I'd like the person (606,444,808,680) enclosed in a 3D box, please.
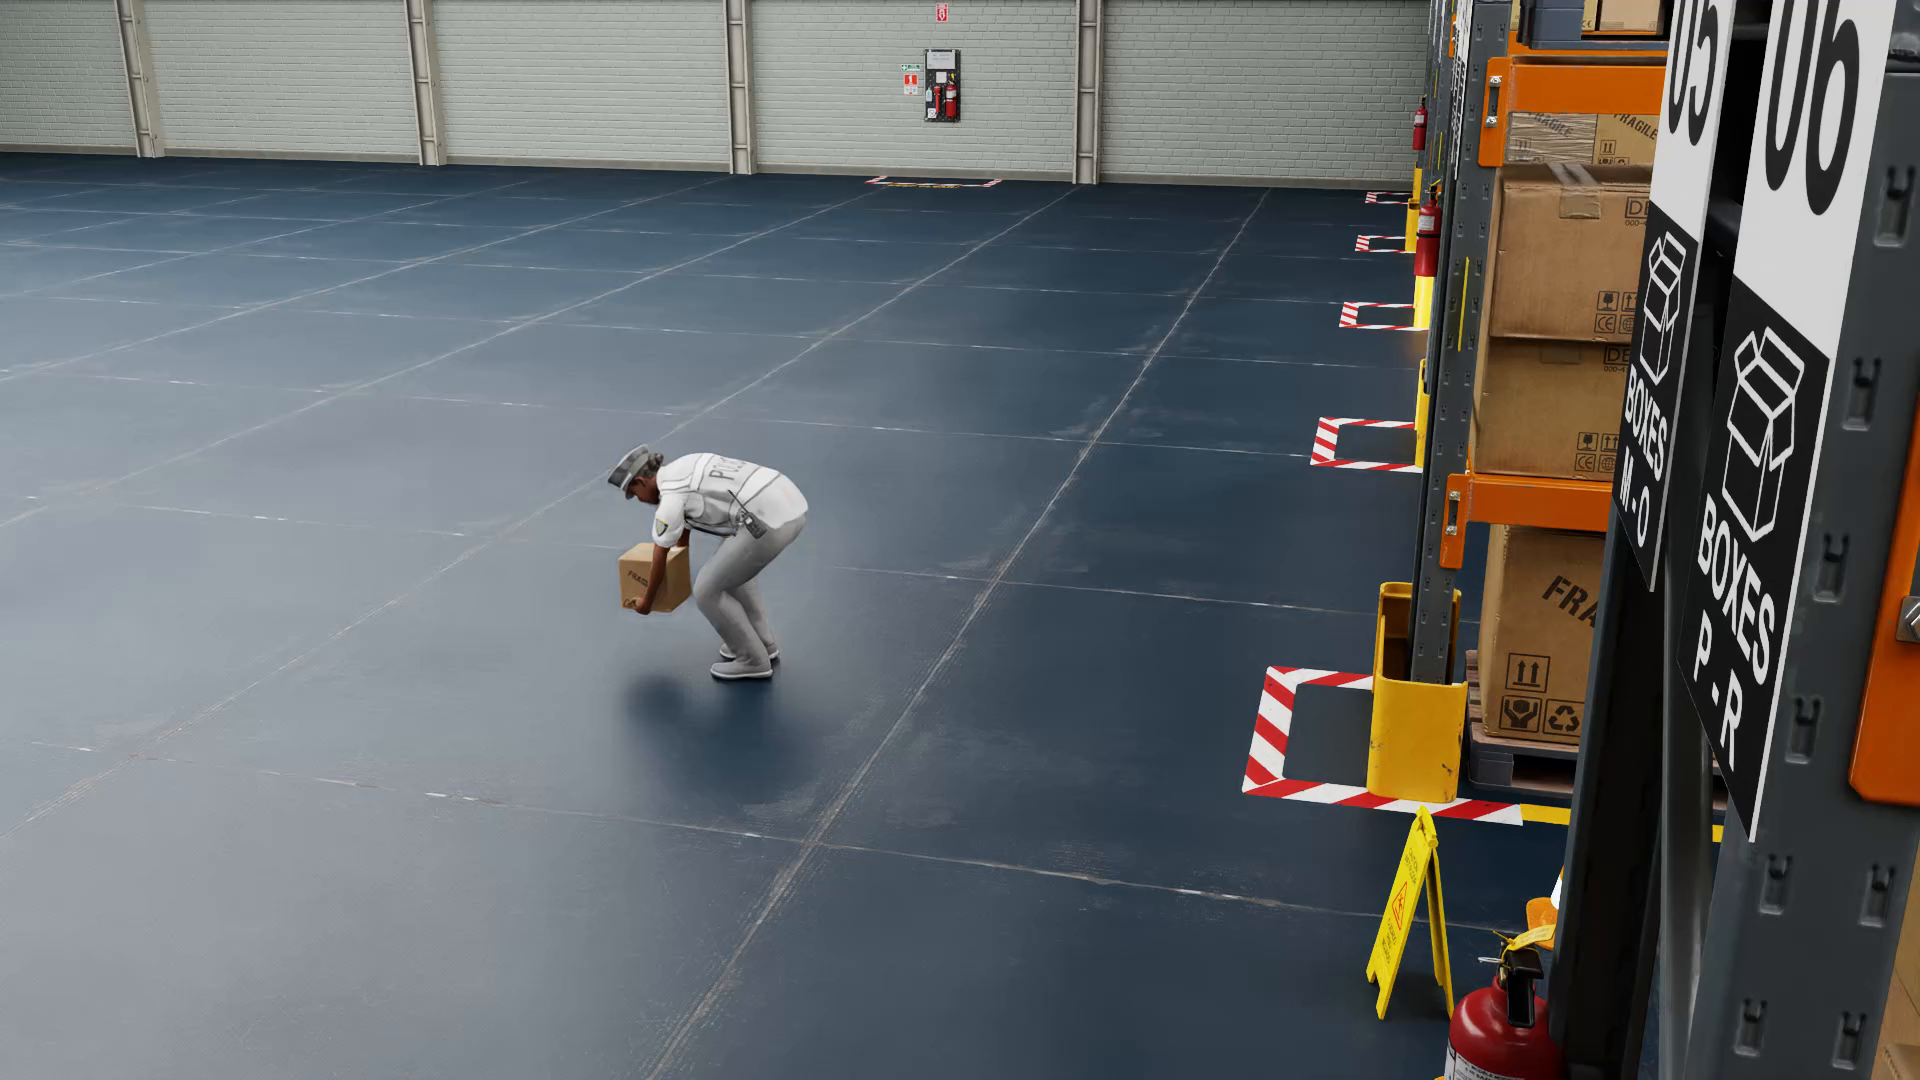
[{"bbox_3d":[-1.171,0.087,7.754,0.933,1.064,0.454,4,19,11],"label":"person"}]
